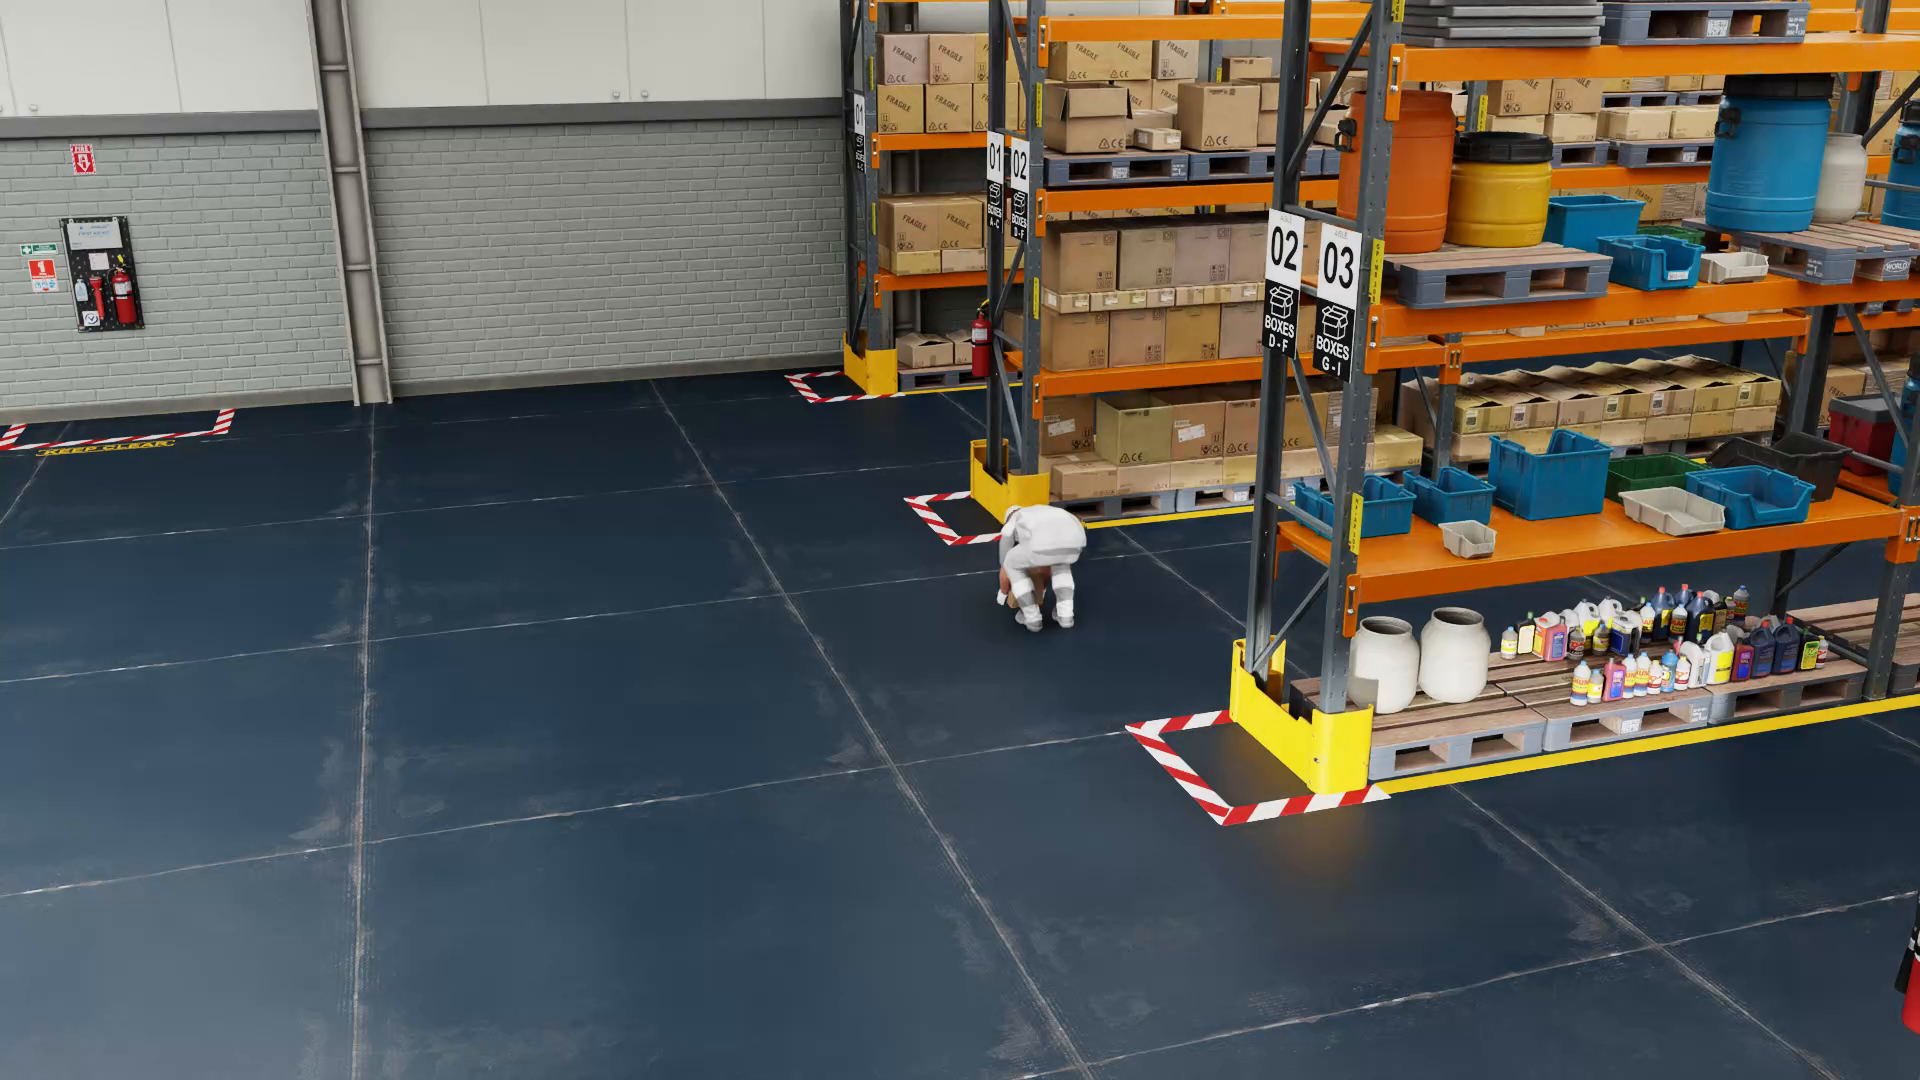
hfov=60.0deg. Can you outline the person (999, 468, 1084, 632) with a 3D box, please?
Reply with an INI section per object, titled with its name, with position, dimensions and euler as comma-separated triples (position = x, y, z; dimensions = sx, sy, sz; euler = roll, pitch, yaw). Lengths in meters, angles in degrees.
[person]
position = 0.548, 0.023, 12.036
dimensions = 0.512, 1.083, 0.965
euler = -7, 20, -19
